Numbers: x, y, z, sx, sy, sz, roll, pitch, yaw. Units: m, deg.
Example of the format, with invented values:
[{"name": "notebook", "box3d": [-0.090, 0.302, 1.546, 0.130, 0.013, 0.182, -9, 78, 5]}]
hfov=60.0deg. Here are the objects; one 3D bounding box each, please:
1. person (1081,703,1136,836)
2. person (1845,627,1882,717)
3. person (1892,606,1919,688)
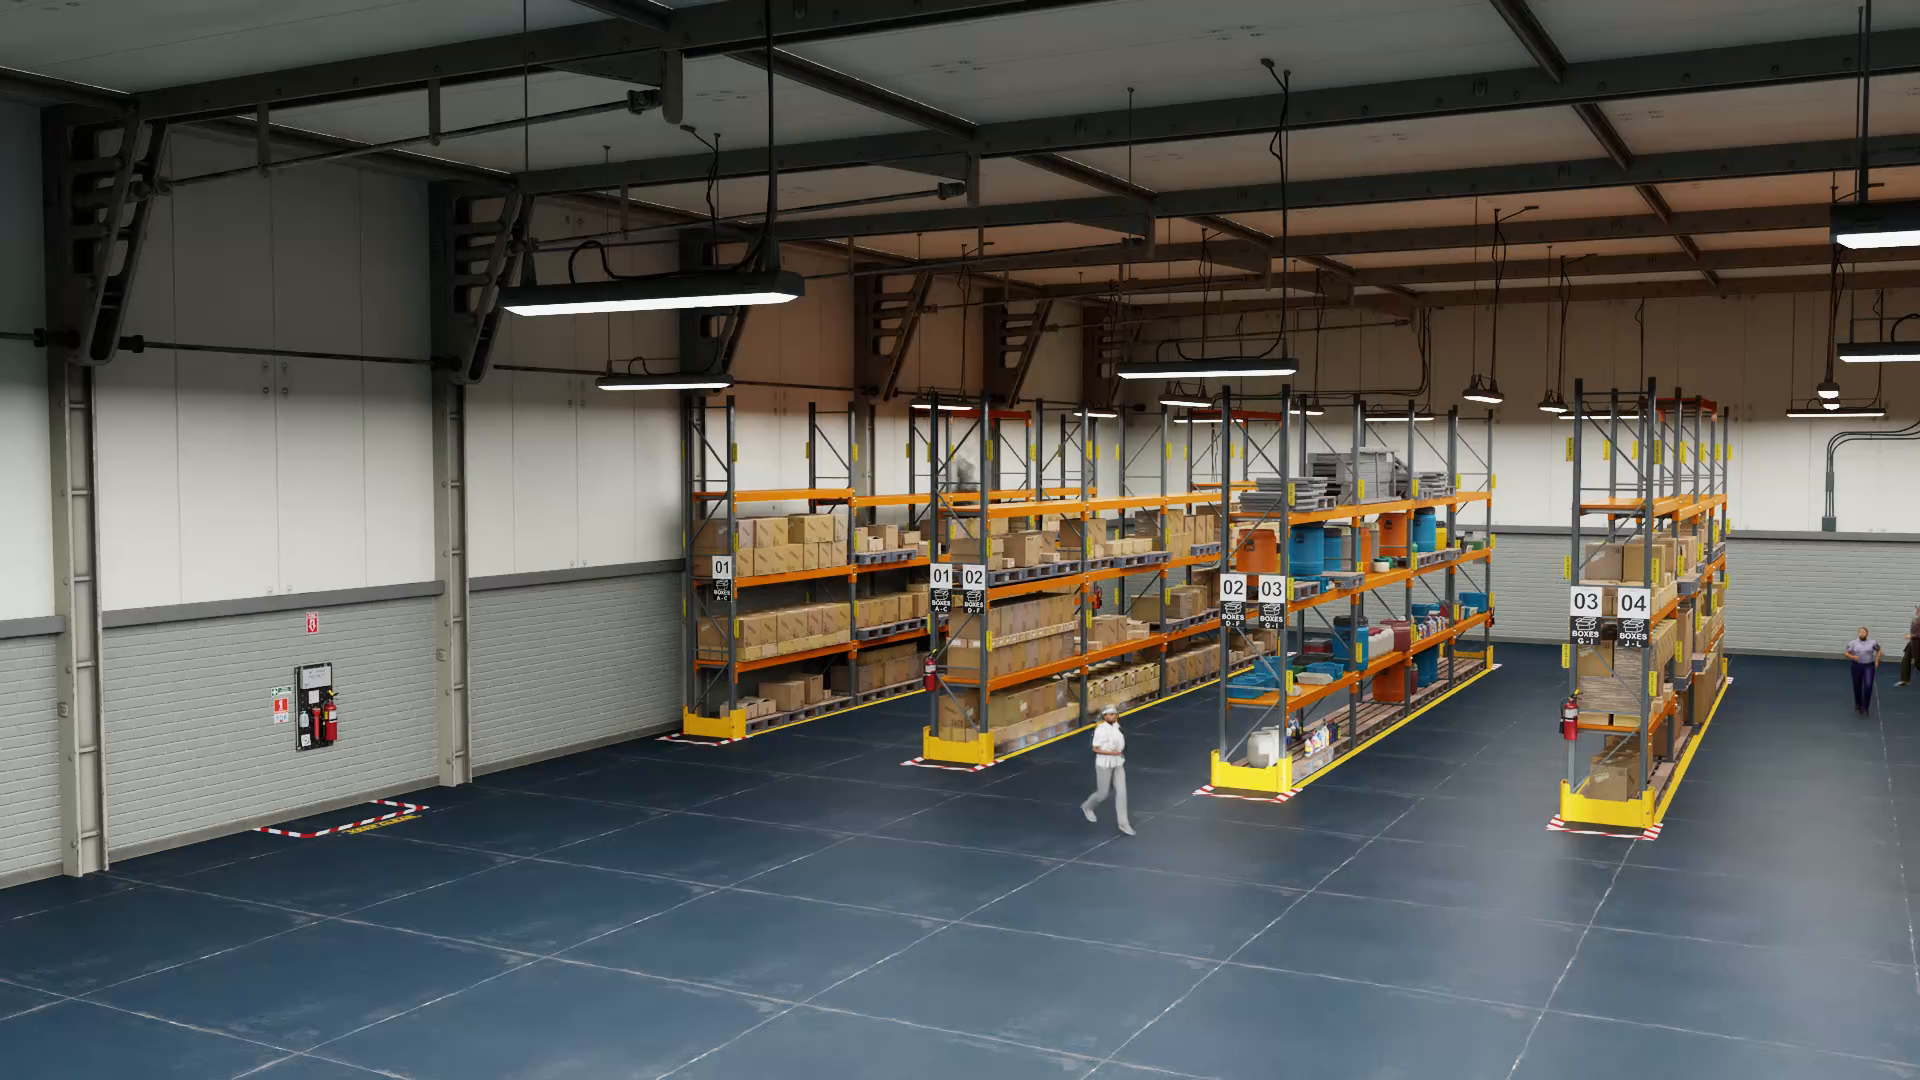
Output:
[{"name": "person", "box3d": [1.965, 2.990, 21.914, 0.579, 1.687, 0.923, -2, 4, -37]}, {"name": "person", "box3d": [17.278, 2.511, 31.870, 0.587, 1.698, 0.803, 2, 4, 33]}, {"name": "person", "box3d": [20.361, 2.231, 35.202, 0.772, 1.697, 0.714, 0, 3, 7]}]
